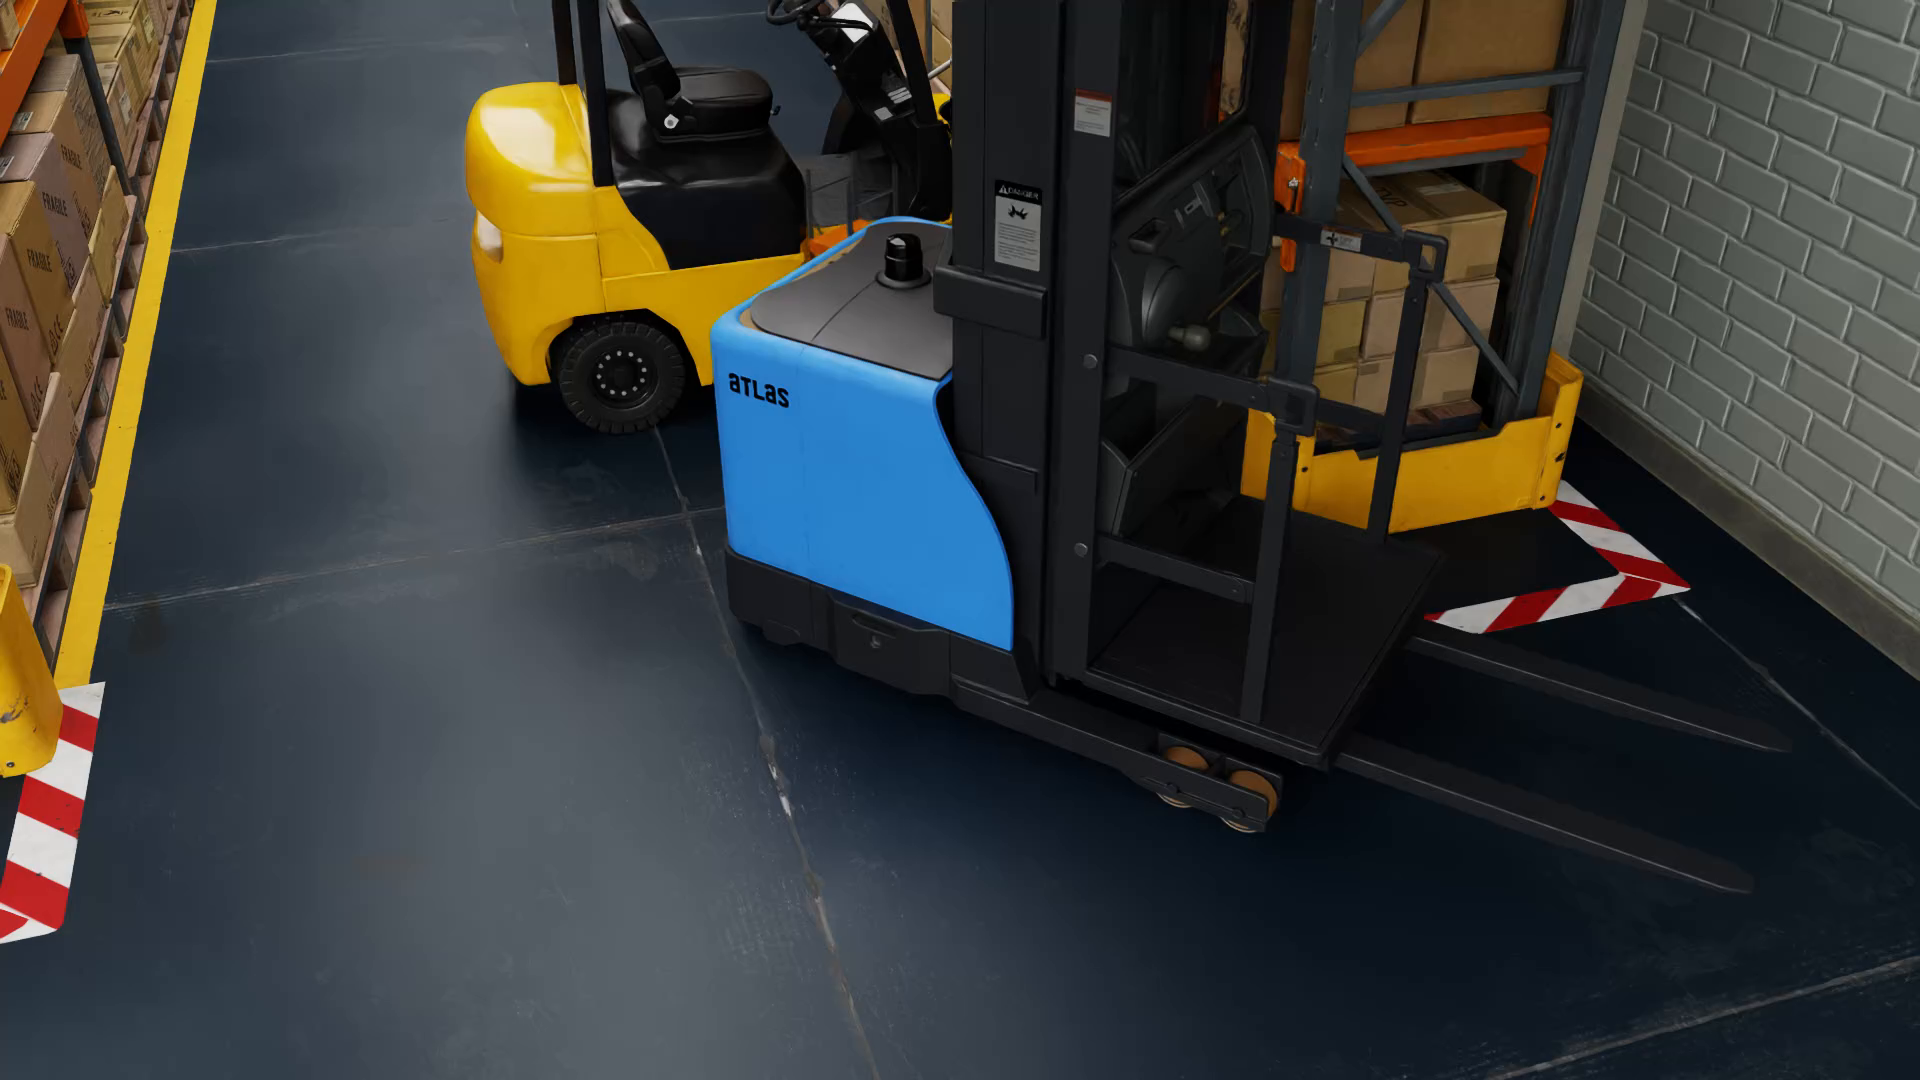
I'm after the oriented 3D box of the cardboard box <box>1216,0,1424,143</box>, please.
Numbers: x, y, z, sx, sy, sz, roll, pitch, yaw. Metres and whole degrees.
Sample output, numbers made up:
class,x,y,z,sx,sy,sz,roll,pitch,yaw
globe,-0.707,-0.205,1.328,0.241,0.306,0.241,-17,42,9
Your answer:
class,x,y,z,sx,sy,sz,roll,pitch,yaw
cardboard box,1.139,-1.642,5.423,0.500,0.500,0.500,-11,35,-16

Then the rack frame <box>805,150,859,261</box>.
class,x,y,z,sx,sy,sz,roll,pitch,yaw
rack frame,-0.423,-0.747,5.792,0.006,1.200,0.240,25,41,33

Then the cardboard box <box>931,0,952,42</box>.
class,x,y,z,sx,sy,sz,roll,pitch,yaw
cardboard box,0.168,-2.625,8.207,0.500,0.250,0.500,-11,35,-15

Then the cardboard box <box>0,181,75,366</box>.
class,x,y,z,sx,sy,sz,roll,pitch,yaw
cardboard box,-3.486,-0.911,5.841,0.500,0.500,0.500,-9,35,-14

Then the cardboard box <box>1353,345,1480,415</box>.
class,x,y,z,sx,sy,sz,roll,pitch,yaw
cardboard box,1.576,-0.705,6.209,0.500,0.250,0.500,-10,35,-15

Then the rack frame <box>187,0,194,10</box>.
class,x,y,z,sx,sy,sz,roll,pitch,yaw
rack frame,-5.627,-4.750,10.217,1.000,3.000,0.127,-10,35,-15

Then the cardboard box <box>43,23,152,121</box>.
class,x,y,z,sx,sy,sz,roll,pitch,yaw
cardboard box,-4.792,-2.380,8.634,0.950,0.372,0.625,-8,34,-12

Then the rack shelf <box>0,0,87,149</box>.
class,x,y,z,sx,sy,sz,roll,pitch,yaw
rack shelf,-3.797,-1.299,5.648,1.077,0.370,4.000,-10,35,-15

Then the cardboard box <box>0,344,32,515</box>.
class,x,y,z,sx,sy,sz,roll,pitch,yaw
cardboard box,-3.177,-0.373,5.026,0.500,0.500,0.500,-11,35,-16

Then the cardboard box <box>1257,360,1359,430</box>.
class,x,y,z,sx,sy,sz,roll,pitch,yaw
cardboard box,1.095,-0.608,6.062,0.500,0.250,0.500,-10,35,-14

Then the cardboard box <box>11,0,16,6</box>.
class,x,y,z,sx,sy,sz,roll,pitch,yaw
cardboard box,-3.931,-2.147,6.507,0.380,0.149,0.250,-10,35,-14

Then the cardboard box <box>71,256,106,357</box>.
class,x,y,z,sx,sy,sz,roll,pitch,yaw
cardboard box,-3.648,-0.867,6.454,0.500,0.250,0.500,-9,35,-14

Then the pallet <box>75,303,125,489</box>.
class,x,y,z,sx,sy,sz,roll,pitch,yaw
pallet,-3.792,-0.498,6.312,1.003,0.211,1.213,-10,35,-15

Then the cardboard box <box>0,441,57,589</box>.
class,x,y,z,sx,sy,sz,roll,pitch,yaw
cardboard box,-3.169,-0.047,5.214,0.500,0.250,0.500,-10,35,-15

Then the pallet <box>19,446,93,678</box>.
class,x,y,z,sx,sy,sz,roll,pitch,yaw
pallet,-3.424,0.142,5.344,1.003,0.211,1.213,-10,35,-15

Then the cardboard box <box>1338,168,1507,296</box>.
class,x,y,z,sx,sy,sz,roll,pitch,yaw
cardboard box,1.573,-1.115,5.923,0.500,0.250,0.500,-11,35,-15

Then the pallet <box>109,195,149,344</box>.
class,x,y,z,sx,sy,sz,roll,pitch,yaw
pallet,-4.168,-1.139,7.283,1.003,0.211,1.213,-10,35,-15

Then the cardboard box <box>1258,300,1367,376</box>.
class,x,y,z,sx,sy,sz,roll,pitch,yaw
cardboard box,1.093,-0.826,5.938,0.500,0.250,0.500,-10,35,-15

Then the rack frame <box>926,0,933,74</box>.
class,x,y,z,sx,sy,sz,roll,pitch,yaw
rack frame,0.319,-3.486,8.305,1.000,3.000,0.127,-10,35,-15

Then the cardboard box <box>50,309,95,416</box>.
class,x,y,z,sx,sy,sz,roll,pitch,yaw
cardboard box,-3.496,-0.601,6.052,0.500,0.250,0.500,-8,34,-12

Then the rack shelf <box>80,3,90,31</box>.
class,x,y,z,sx,sy,sz,roll,pitch,yaw
rack shelf,-5.017,-3.399,8.826,1.077,0.370,4.000,-10,35,-15

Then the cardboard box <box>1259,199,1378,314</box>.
class,x,y,z,sx,sy,sz,roll,pitch,yaw
cardboard box,1.102,-1.021,5.780,0.500,0.250,0.500,-9,34,-13

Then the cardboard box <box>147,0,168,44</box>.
class,x,y,z,sx,sy,sz,roll,pitch,yaw
cardboard box,-5.231,-3.144,9.790,0.950,0.372,0.625,-11,35,-16

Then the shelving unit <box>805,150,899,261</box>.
class,x,y,z,sx,sy,sz,roll,pitch,yaw
shelving unit,-0.354,-0.714,5.742,0.189,1.200,0.258,25,41,33

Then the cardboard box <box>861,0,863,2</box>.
class,x,y,z,sx,sy,sz,roll,pitch,yaw
cardboard box,-0.311,-3.746,10.471,0.875,0.625,0.625,-11,35,-17

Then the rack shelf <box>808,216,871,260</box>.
class,x,y,z,sx,sy,sz,roll,pitch,yaw
rack shelf,-0.354,-0.977,5.568,0.180,0.103,0.258,25,41,33

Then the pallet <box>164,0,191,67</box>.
class,x,y,z,sx,sy,sz,roll,pitch,yaw
pallet,-5.390,-3.176,10.364,1.003,0.211,1.213,-10,35,-15

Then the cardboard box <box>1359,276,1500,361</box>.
class,x,y,z,sx,sy,sz,roll,pitch,yaw
cardboard box,1.594,-0.904,6.058,0.500,0.250,0.500,-9,35,-14

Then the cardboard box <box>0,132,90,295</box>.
class,x,y,z,sx,sy,sz,roll,pitch,yaw
cardboard box,-3.657,-1.190,6.264,0.500,0.500,0.500,-8,34,-12

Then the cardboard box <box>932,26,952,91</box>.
class,x,y,z,sx,sy,sz,roll,pitch,yaw
cardboard box,0.173,-2.417,8.346,0.500,0.250,0.500,-10,35,-15

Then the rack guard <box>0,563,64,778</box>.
class,x,y,z,sx,sy,sz,roll,pitch,yaw
rack guard,-3.210,0.454,4.610,1.175,0.500,0.348,-10,35,-15

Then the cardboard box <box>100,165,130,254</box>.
class,x,y,z,sx,sy,sz,roll,pitch,yaw
cardboard box,-3.970,-1.412,7.280,0.500,0.250,0.500,-8,34,-13

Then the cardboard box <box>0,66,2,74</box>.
class,x,y,z,sx,sy,sz,roll,pitch,yaw
cardboard box,-3.543,-1.626,5.718,0.380,0.149,0.250,-10,35,-14

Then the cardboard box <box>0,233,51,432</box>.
class,x,y,z,sx,sy,sz,roll,pitch,yaw
cardboard box,-3.341,-0.646,5.440,0.500,0.500,0.500,-11,35,-17

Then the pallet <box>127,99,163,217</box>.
class,x,y,z,sx,sy,sz,roll,pitch,yaw
pallet,-4.646,-1.895,8.426,1.003,0.211,1.213,-10,35,-15

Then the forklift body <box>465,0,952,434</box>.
class,x,y,z,sx,sy,sz,roll,pitch,yaw
forklift body,-0.776,-1.721,6.403,2.313,2.155,1.214,-10,35,-15

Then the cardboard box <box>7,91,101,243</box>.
class,x,y,z,sx,sy,sz,roll,pitch,yaw
cardboard box,-3.814,-1.458,6.669,0.500,0.500,0.500,-9,35,-14

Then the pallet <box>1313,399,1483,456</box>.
class,x,y,z,sx,sy,sz,roll,pitch,yaw
pallet,1.266,-0.617,6.492,1.003,0.211,1.213,-10,35,-15

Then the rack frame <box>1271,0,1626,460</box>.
class,x,y,z,sx,sy,sz,roll,pitch,yaw
rack frame,1.539,-1.386,5.127,1.000,3.000,0.127,-10,35,-15

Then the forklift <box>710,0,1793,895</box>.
class,x,y,z,sx,sy,sz,roll,pitch,yaw
forklift,0.794,-0.761,4.244,3.031,2.935,1.130,18,38,25

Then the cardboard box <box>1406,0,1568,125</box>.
class,x,y,z,sx,sy,sz,roll,pitch,yaw
cardboard box,1.653,-1.735,5.563,0.500,0.500,0.500,-9,34,-13

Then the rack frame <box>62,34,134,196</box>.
class,x,y,z,sx,sy,sz,roll,pitch,yaw
rack frame,-4.407,-2.649,7.039,1.000,3.000,0.127,-10,35,-15

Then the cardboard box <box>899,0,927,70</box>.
class,x,y,z,sx,sy,sz,roll,pitch,yaw
cardboard box,0.149,-2.943,9.256,0.875,0.625,0.625,-8,34,-13

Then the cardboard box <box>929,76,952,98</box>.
class,x,y,z,sx,sy,sz,roll,pitch,yaw
cardboard box,0.151,-2.205,8.479,0.500,0.250,0.500,-10,35,-14

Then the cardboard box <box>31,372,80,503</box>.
class,x,y,z,sx,sy,sz,roll,pitch,yaw
cardboard box,-3.318,-0.317,5.622,0.500,0.250,0.500,-9,34,-13

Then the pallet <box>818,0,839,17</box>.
class,x,y,z,sx,sy,sz,roll,pitch,yaw
pallet,-0.319,-3.345,10.620,1.003,0.211,1.213,-10,35,-15

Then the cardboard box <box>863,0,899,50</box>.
class,x,y,z,sx,sy,sz,roll,pitch,yaw
cardboard box,-0.080,-3.351,9.874,0.875,0.625,0.625,-10,35,-15

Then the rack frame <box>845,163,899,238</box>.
class,x,y,z,sx,sy,sz,roll,pitch,yaw
rack frame,-0.285,-0.681,5.693,0.006,1.200,0.240,25,41,33

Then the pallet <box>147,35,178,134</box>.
class,x,y,z,sx,sy,sz,roll,pitch,yaw
pallet,-5.021,-2.536,9.397,1.003,0.211,1.213,-10,35,-15

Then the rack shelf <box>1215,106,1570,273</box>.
class,x,y,z,sx,sy,sz,roll,pitch,yaw
rack shelf,0.929,-2.136,6.914,1.077,0.370,4.000,-10,35,-15

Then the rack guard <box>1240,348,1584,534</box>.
class,x,y,z,sx,sy,sz,roll,pitch,yaw
rack guard,1.547,-0.331,5.797,1.175,0.500,0.348,-10,35,-15

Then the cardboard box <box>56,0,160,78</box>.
class,x,y,z,sx,sy,sz,roll,pitch,yaw
cardboard box,-5.005,-2.745,9.186,0.950,0.372,0.625,-9,34,-13

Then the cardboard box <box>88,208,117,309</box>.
class,x,y,z,sx,sy,sz,roll,pitch,yaw
cardboard box,-3.798,-1.134,6.859,0.500,0.250,0.500,-11,35,-16

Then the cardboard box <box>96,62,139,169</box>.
class,x,y,z,sx,sy,sz,roll,pitch,yaw
cardboard box,-4.569,-2.003,8.063,0.950,0.372,0.625,-10,35,-14

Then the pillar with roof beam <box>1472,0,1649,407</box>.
class,x,y,z,sx,sy,sz,roll,pitch,yaw
pillar with roof beam,-1.915,-3.682,3.160,9.100,9.000,0.400,-10,35,-15

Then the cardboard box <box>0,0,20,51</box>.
class,x,y,z,sx,sy,sz,roll,pitch,yaw
cardboard box,-3.705,-1.894,6.124,0.380,0.149,0.250,-11,35,-15

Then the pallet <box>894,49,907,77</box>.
class,x,y,z,sx,sy,sz,roll,pitch,yaw
pallet,0.057,-2.703,9.649,1.003,0.211,1.213,-10,35,-15

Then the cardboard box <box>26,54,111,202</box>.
class,x,y,z,sx,sy,sz,roll,pitch,yaw
cardboard box,-3.971,-1.725,7.072,0.500,0.500,0.500,-10,35,-15

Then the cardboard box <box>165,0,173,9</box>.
class,x,y,z,sx,sy,sz,roll,pitch,yaw
cardboard box,-5.464,-3.530,10.374,0.950,0.372,0.625,-12,35,-18
